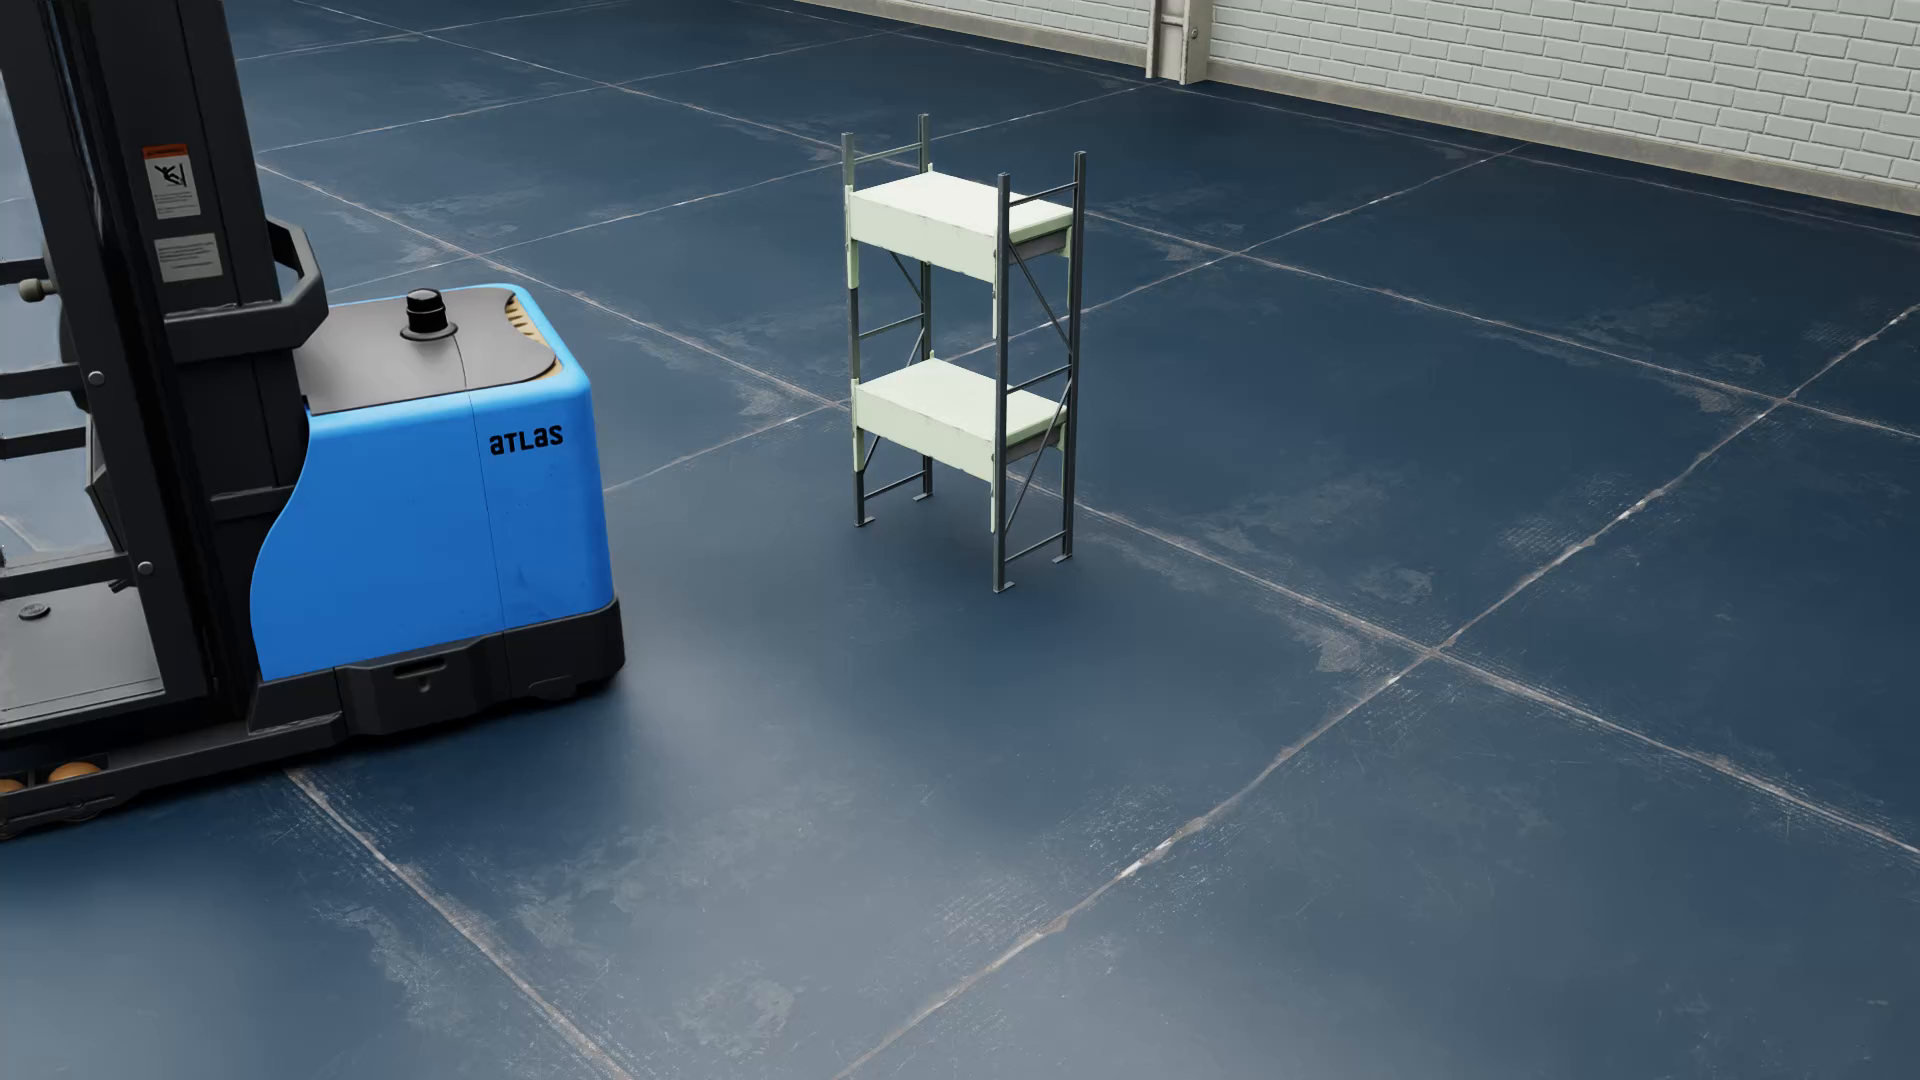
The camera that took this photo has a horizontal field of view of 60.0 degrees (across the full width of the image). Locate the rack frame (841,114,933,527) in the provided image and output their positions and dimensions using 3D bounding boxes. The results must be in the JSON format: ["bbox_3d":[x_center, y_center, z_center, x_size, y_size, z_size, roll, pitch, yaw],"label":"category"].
[{"bbox_3d":[-0.256,-0.781,6.124,0.023,1.500,0.400,25,36,38],"label":"rack frame"}]

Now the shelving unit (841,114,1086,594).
[{"bbox_3d":[0.005,-0.662,5.897,0.755,1.500,0.431,25,36,38],"label":"shelving unit"}]

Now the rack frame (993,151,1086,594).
[{"bbox_3d":[0.266,-0.542,5.670,0.023,1.500,0.400,25,36,38],"label":"rack frame"}]

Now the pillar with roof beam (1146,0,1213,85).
[{"bbox_3d":[-1.290,-6.237,8.443,0.400,9.000,9.100,25,36,38],"label":"pillar with roof beam"}]

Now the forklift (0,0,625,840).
[{"bbox_3d":[-2.637,-0.739,4.506,3.031,2.935,1.130,-12,30,-22],"label":"forklift"}]

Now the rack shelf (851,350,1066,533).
[{"bbox_3d":[0.005,-0.373,6.049,0.720,0.370,0.431,25,36,38],"label":"rack shelf"}]

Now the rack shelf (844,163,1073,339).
[{"bbox_3d":[0.005,-1.007,5.715,0.720,0.370,0.431,25,36,38],"label":"rack shelf"}]
